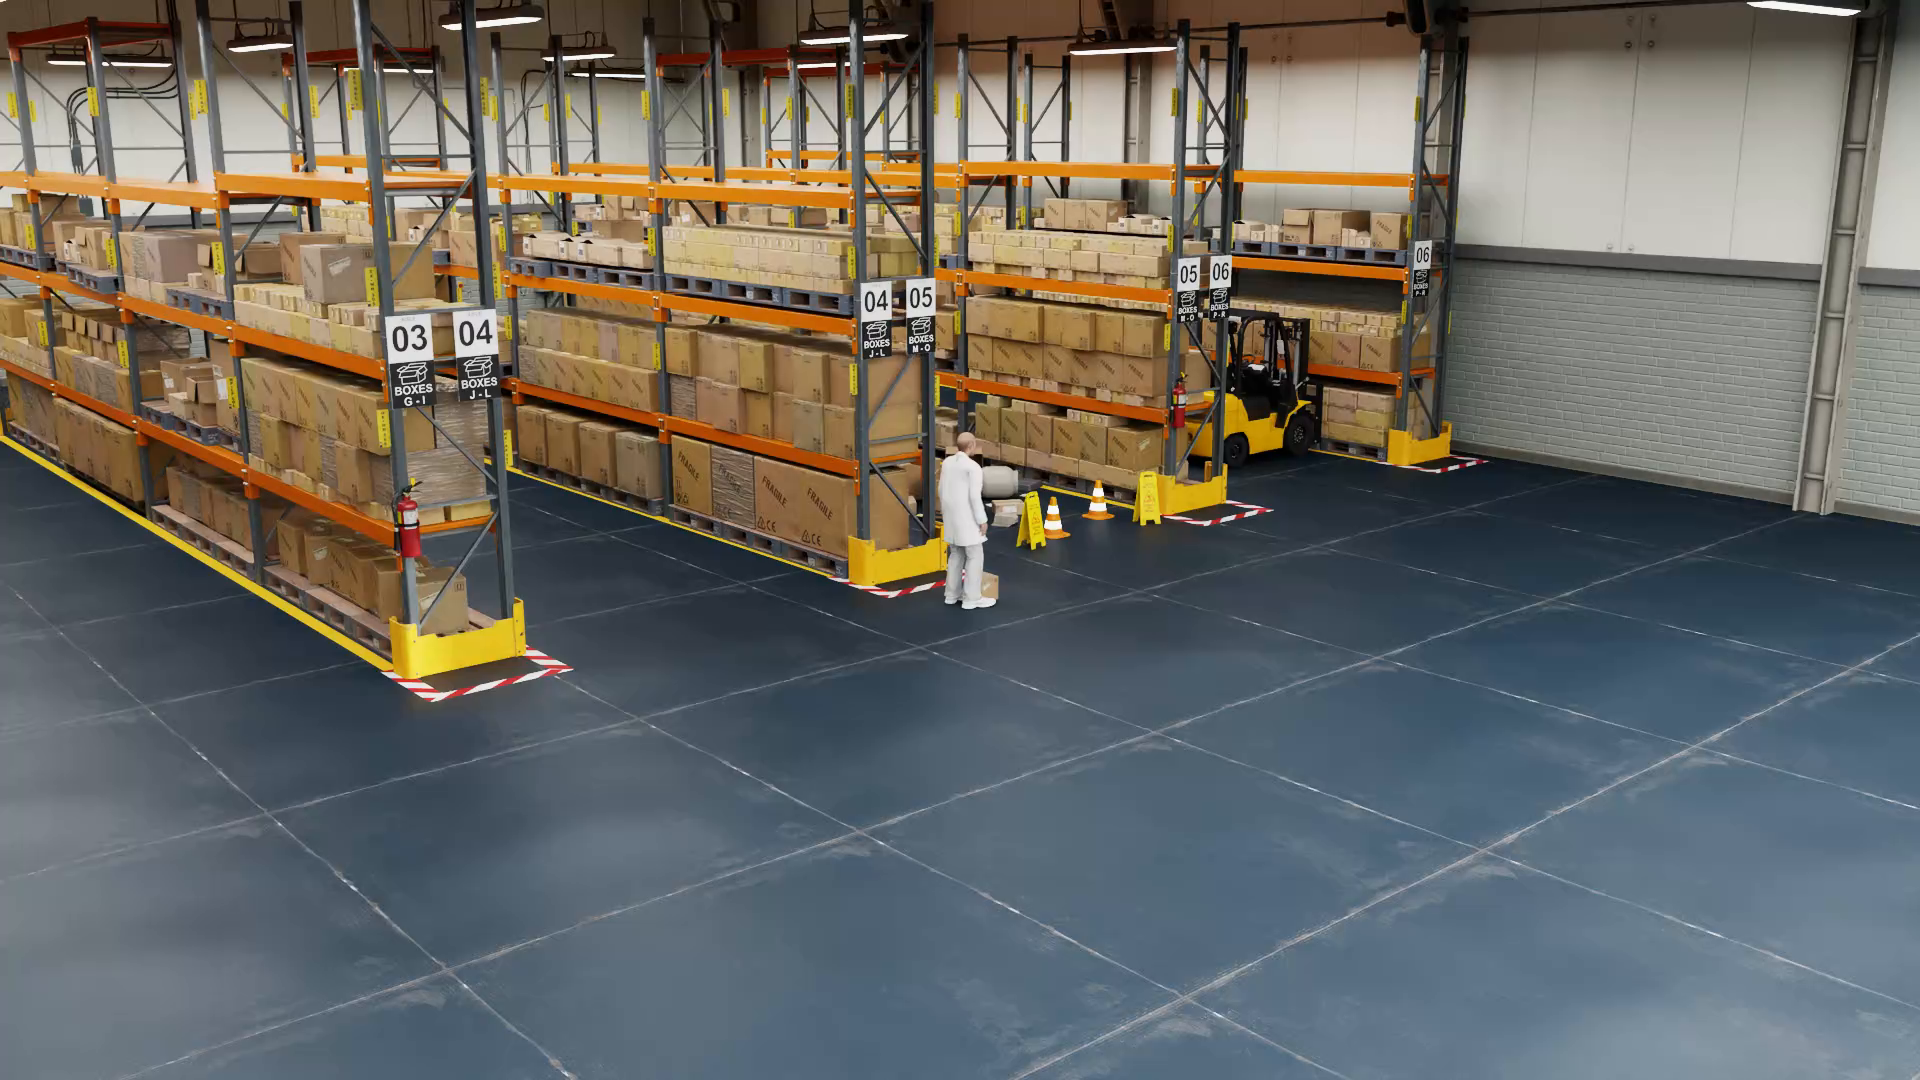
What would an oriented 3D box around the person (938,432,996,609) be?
[{"bbox_3d":[0.042,-0.209,16.878,0.427,1.773,0.641,-12,18,-40],"label":"person"}]
